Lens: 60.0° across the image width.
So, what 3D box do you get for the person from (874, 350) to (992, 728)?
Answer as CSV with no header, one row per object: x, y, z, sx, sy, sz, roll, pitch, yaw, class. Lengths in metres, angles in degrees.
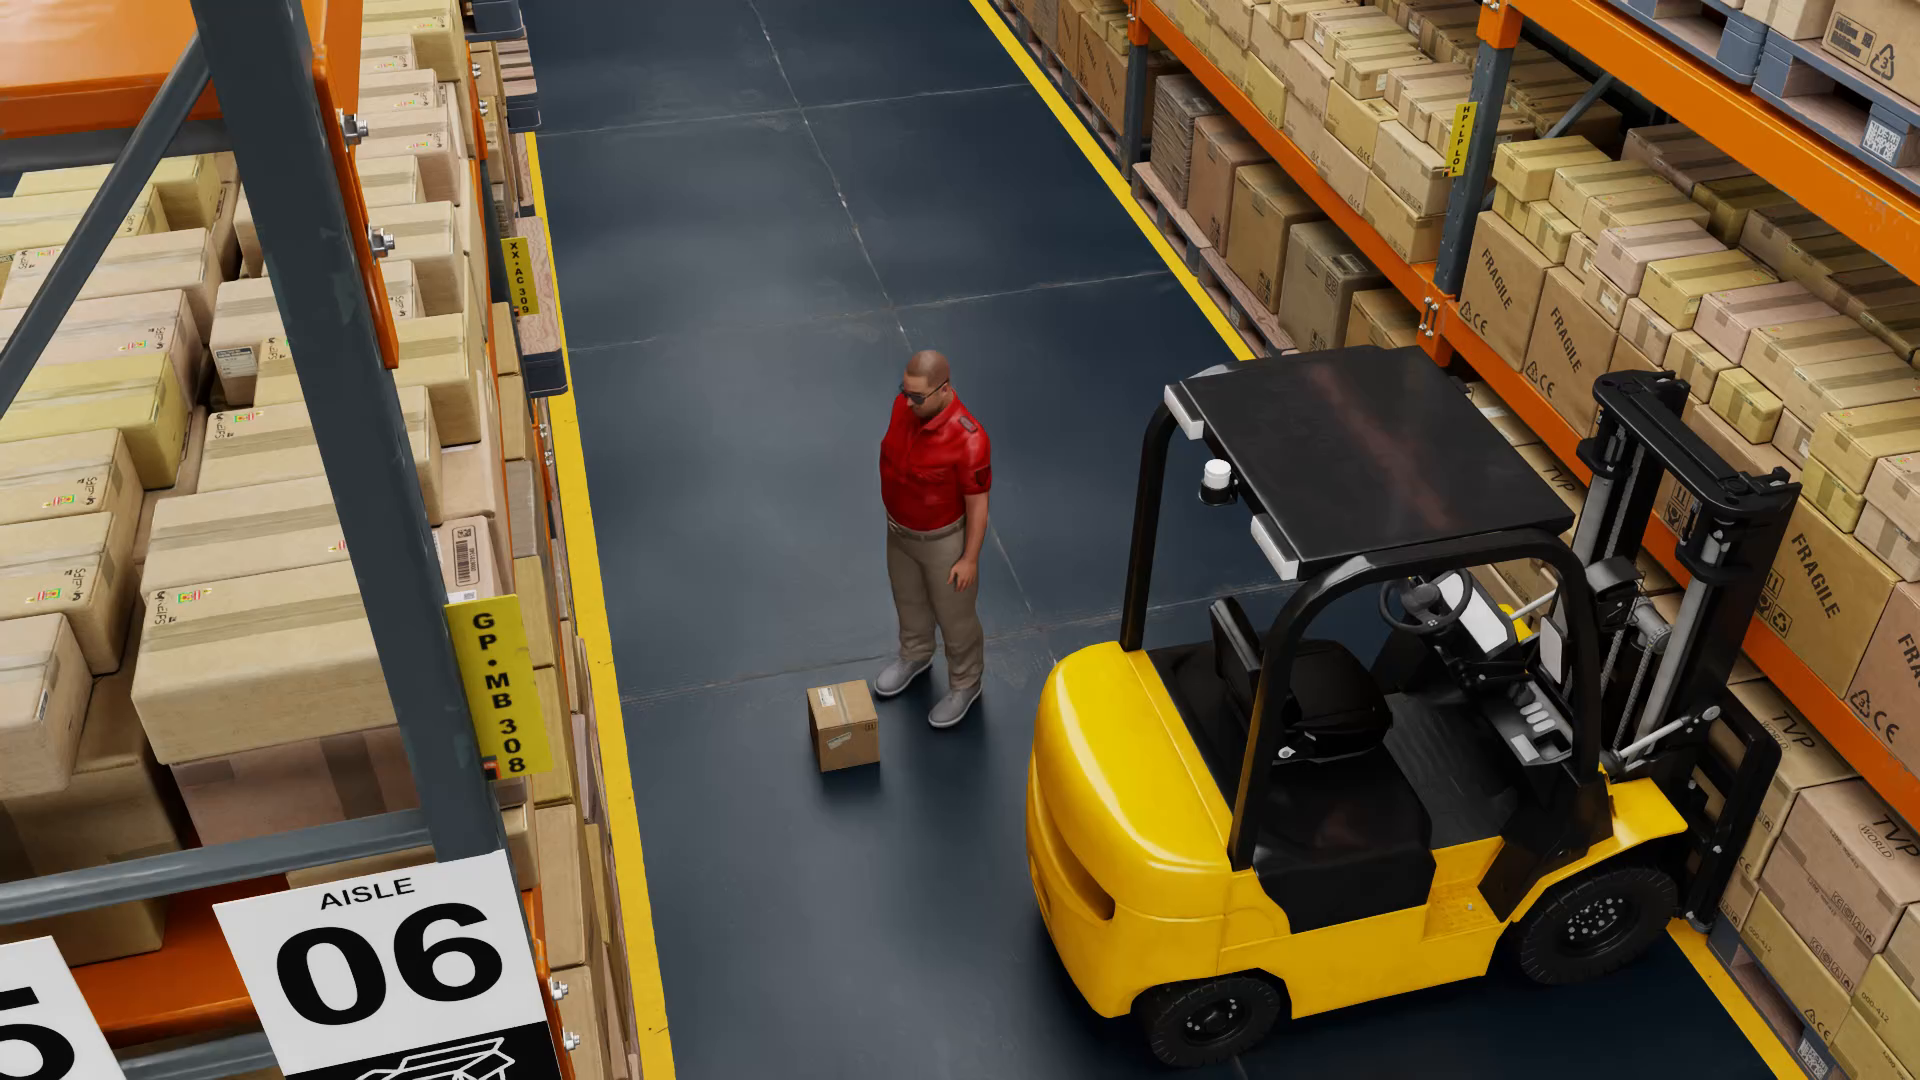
-0.122,-0.011,6.736,0.382,1.727,0.534,-28,46,-31,person
